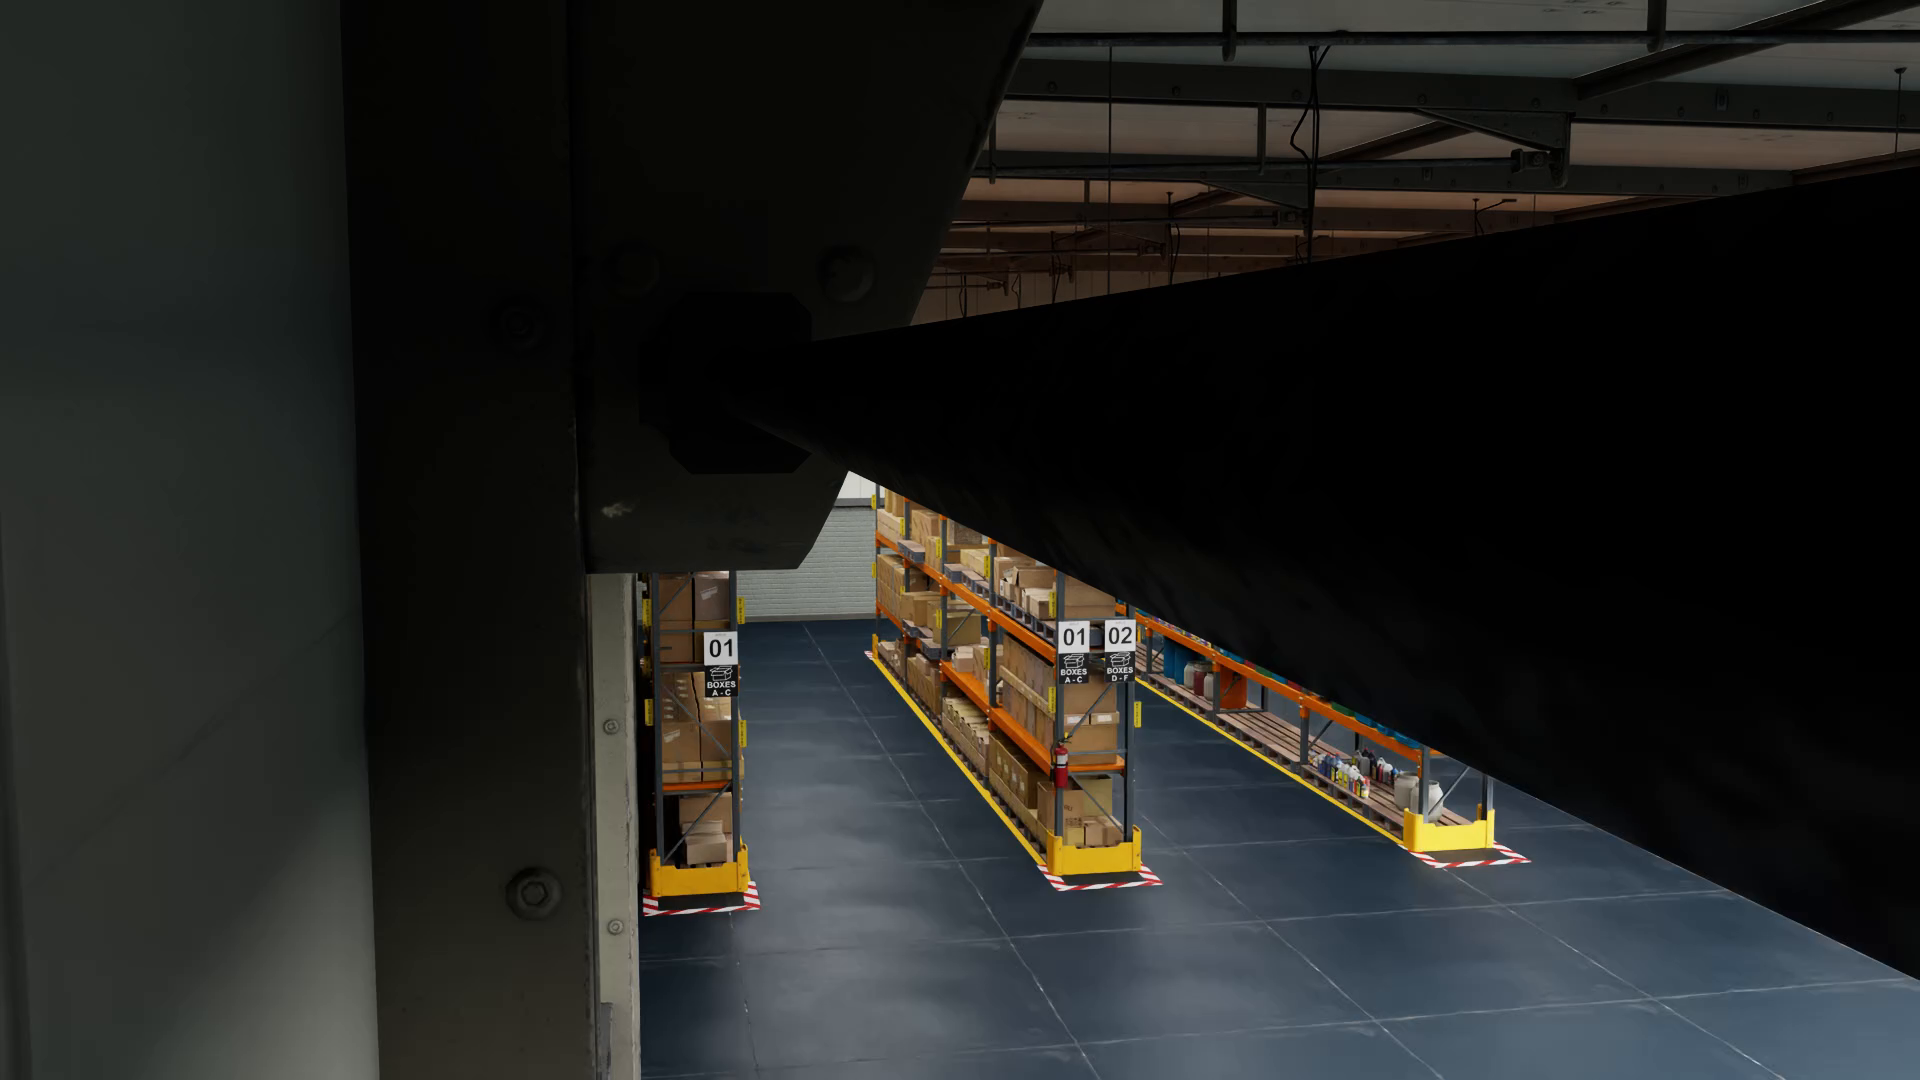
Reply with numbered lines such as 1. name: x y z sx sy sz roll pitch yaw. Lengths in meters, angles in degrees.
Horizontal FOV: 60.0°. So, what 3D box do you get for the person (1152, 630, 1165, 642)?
1. person: 4.664 1.480 38.700 0.551 1.701 1.072 -3 7 -29
